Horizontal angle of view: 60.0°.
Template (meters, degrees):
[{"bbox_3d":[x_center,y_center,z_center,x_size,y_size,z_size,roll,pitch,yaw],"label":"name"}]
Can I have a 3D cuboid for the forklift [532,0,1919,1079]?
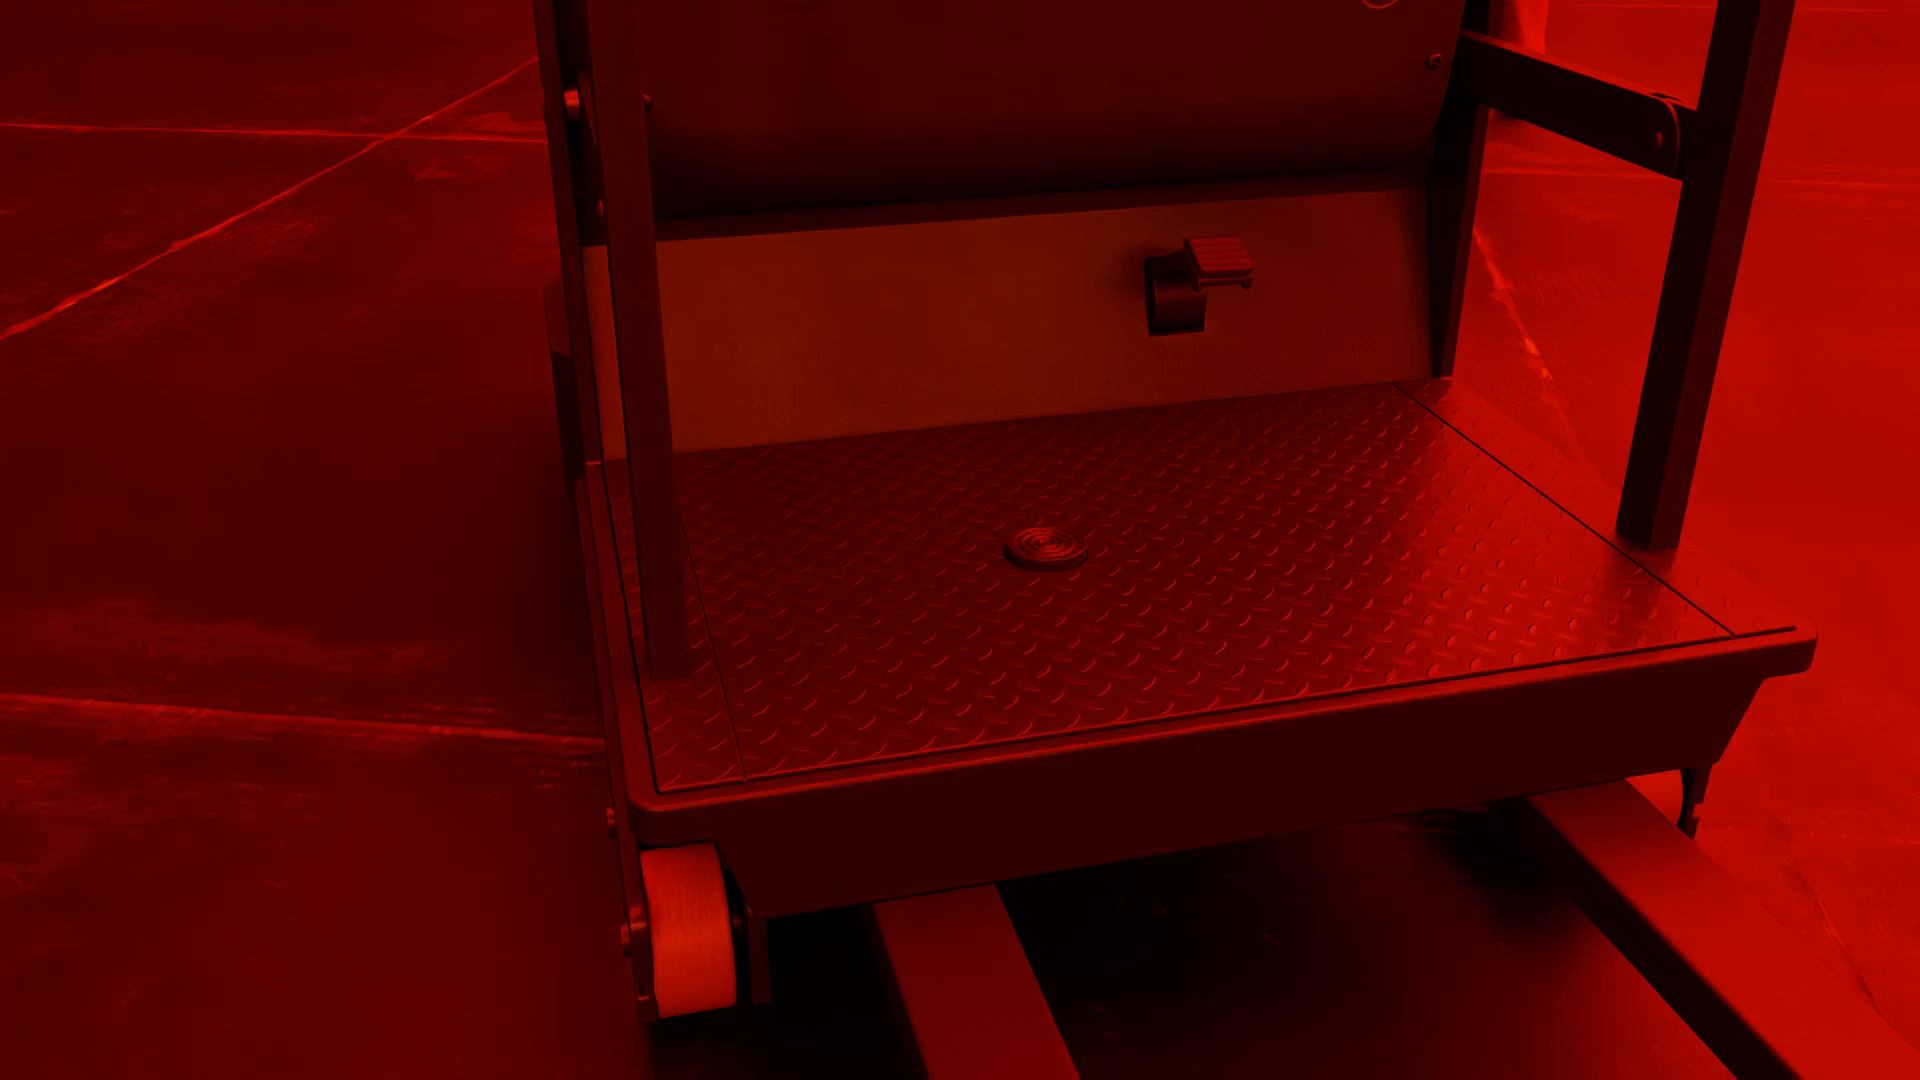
[{"bbox_3d":[0.153,-1.049,1.319,1.130,2.935,3.031,-7,27,-13],"label":"forklift"}]

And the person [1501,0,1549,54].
[{"bbox_3d":[1.555,-2.073,4.798,0.538,1.676,0.493,2,27,4],"label":"person"}]
